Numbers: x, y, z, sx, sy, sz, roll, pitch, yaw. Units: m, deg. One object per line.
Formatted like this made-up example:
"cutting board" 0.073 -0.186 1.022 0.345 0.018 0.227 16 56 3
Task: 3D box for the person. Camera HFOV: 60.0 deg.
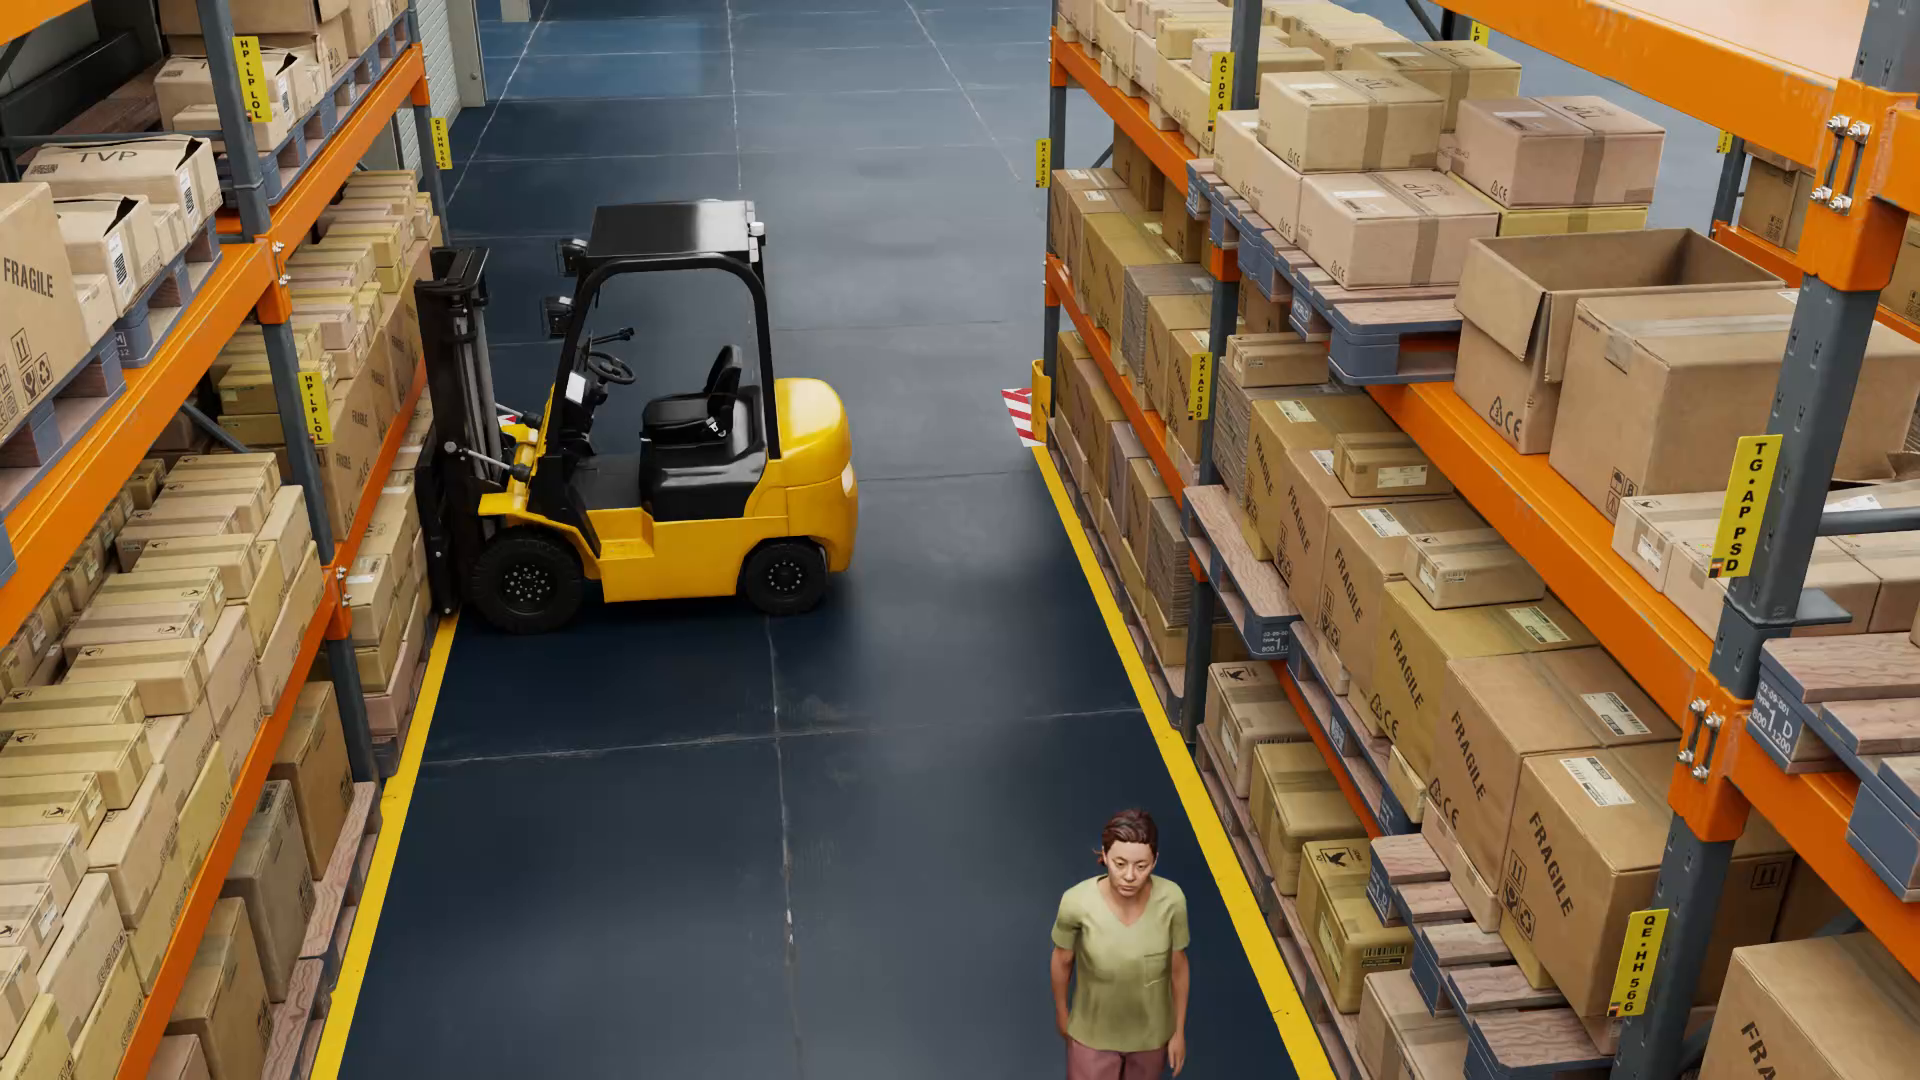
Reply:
"person" 0.531 1.630 5.426 0.444 1.683 0.463 -4 27 -7
